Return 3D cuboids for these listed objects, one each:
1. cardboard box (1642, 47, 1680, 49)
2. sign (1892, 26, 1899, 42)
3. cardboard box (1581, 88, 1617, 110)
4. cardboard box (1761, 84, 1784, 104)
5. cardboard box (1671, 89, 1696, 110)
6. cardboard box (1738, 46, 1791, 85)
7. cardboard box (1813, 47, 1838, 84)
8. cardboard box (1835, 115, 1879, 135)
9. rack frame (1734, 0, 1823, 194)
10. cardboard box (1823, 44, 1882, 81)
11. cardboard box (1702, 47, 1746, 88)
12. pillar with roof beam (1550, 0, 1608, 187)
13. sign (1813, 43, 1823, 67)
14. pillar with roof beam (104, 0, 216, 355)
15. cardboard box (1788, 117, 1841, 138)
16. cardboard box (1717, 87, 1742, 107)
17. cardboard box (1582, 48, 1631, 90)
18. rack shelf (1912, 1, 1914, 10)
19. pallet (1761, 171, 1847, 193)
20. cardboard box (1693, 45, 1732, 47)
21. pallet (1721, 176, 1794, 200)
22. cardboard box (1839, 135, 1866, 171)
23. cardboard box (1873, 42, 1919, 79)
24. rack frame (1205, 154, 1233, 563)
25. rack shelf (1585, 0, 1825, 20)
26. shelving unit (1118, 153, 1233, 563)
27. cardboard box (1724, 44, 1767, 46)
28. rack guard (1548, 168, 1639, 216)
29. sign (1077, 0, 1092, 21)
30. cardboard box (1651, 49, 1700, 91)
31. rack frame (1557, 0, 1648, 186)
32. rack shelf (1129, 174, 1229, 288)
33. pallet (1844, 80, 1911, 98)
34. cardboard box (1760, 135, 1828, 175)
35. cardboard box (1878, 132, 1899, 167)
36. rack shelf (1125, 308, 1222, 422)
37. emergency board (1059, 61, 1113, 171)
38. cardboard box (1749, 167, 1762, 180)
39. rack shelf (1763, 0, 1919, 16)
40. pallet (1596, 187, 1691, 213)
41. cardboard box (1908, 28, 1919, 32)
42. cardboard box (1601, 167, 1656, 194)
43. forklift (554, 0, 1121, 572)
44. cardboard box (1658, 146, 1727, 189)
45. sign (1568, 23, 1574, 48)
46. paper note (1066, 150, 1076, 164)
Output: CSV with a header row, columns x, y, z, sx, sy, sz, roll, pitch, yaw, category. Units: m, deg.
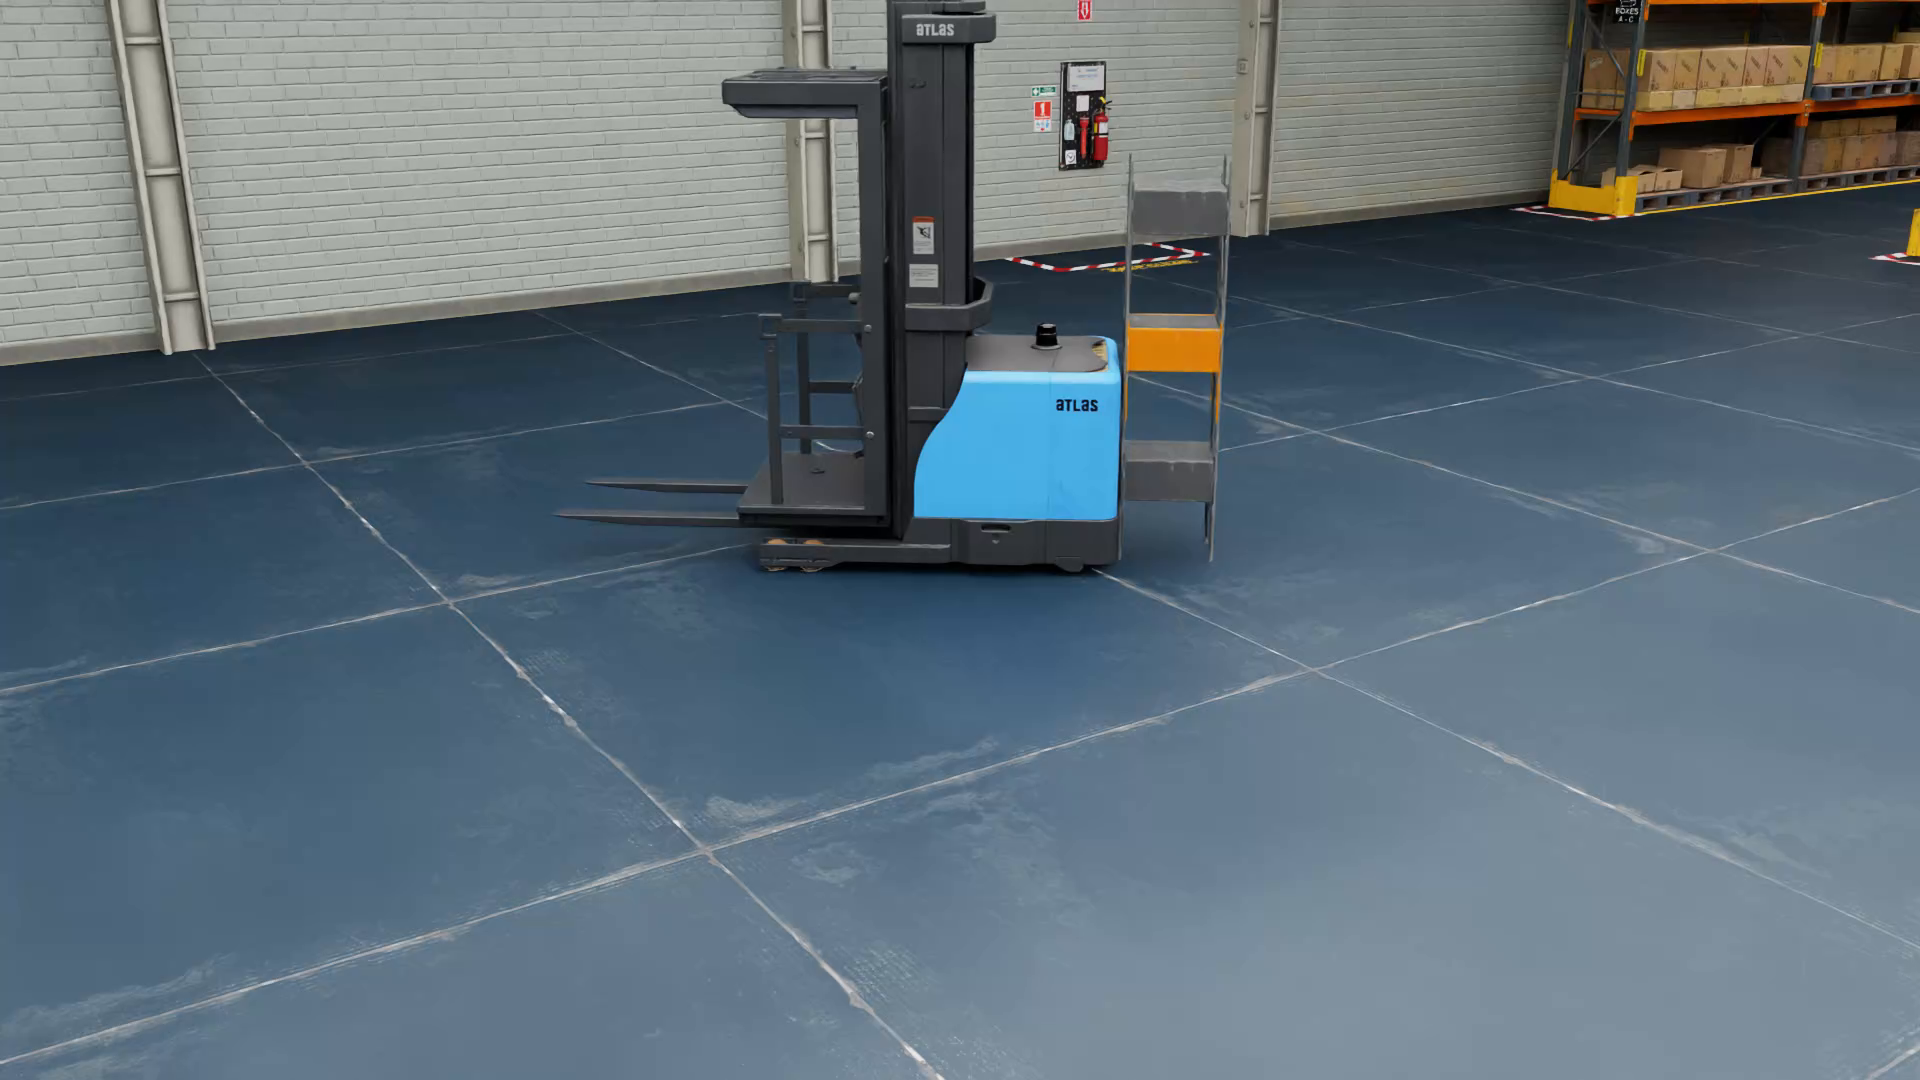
x,y,z,sx,sy,sz,roll,pitch,yaw,category
9.548,-6.458,22.696,0.500,0.500,0.500,-13,22,-33,cardboard box
14.790,-7.952,26.274,0.005,0.325,0.100,-12,22,-31,sign
8.700,-5.919,22.272,0.500,0.250,0.500,-12,22,-31,cardboard box
11.107,-6.239,23.220,0.500,0.250,0.500,-12,22,-31,cardboard box
9.424,-5.881,22.160,0.500,0.250,0.500,-13,22,-33,cardboard box
11.118,-6.589,23.084,0.500,0.500,0.500,-12,22,-32,cardboard box
12.201,-6.887,24.090,0.500,0.500,0.700,-12,22,-31,cardboard box
13.588,-6.319,25.297,0.500,0.250,0.500,-12,22,-32,cardboard box
11.757,-6.551,23.938,0.127,3.000,1.000,-12,22,-31,rack frame
13.204,-7.108,24.743,0.500,0.500,0.700,-9,21,-24,cardboard box
10.258,-6.412,22.558,0.500,0.500,0.500,-11,22,-30,cardboard box
10.893,-7.892,18.537,0.400,9.000,9.100,-12,22,-31,pillar with roof beam
12.062,-6.817,23.374,0.005,0.325,0.100,-12,22,-31,sign
-4.141,-4.721,9.158,0.400,9.000,9.100,-12,22,-31,pillar with roof beam
12.728,-6.143,24.777,0.500,0.250,0.500,-12,22,-33,cardboard box
10.276,-6.058,22.682,0.500,0.250,0.500,-12,22,-31,cardboard box
8.693,-6.280,22.169,0.500,0.500,0.500,-12,22,-32,cardboard box
16.768,-8.688,26.699,4.000,0.370,1.077,-12,22,-31,rack shelf
12.406,-5.367,24.792,1.213,0.211,1.003,-12,22,-31,pallet
10.396,-6.641,23.238,0.500,0.500,0.500,-11,22,-30,cardboard box
11.215,-5.102,24.007,1.213,0.211,1.003,-12,22,-31,pallet
13.215,-5.893,25.208,0.500,0.500,0.700,-12,22,-31,cardboard box
14.259,-7.320,25.371,0.500,0.500,0.700,-14,23,-36,cardboard box
1.356,-0.938,8.740,0.015,2.100,0.400,1,19,4,rack frame
10.086,-7.279,22.531,4.000,0.370,1.077,-12,22,-31,rack shelf
1.112,-0.943,8.757,0.503,2.100,0.431,1,19,4,shelving unit
11.249,-6.818,23.760,0.500,0.500,0.500,-13,22,-33,cardboard box
8.480,-4.676,22.294,0.348,0.500,1.175,-12,22,-31,rack guard
1.368,-5.843,18.223,0.199,0.298,0.001,-12,22,-31,sign
9.398,-6.228,22.016,0.500,0.500,0.500,-12,22,-31,cardboard box
8.416,-5.846,21.854,0.127,3.000,1.000,-12,22,-31,rack frame
1.112,-1.594,8.537,0.480,0.518,0.431,1,19,4,rack shelf
13.467,-6.805,24.989,1.213,0.211,1.003,-12,22,-31,pallet
12.362,-5.709,24.665,0.500,0.500,0.700,-11,22,-30,cardboard box
14.031,-6.079,25.760,0.500,0.500,0.700,-12,22,-31,cardboard box
1.112,-0.930,8.761,0.480,0.518,0.431,1,19,4,rack shelf
1.429,-4.719,18.520,0.643,1.169,0.194,-12,22,-31,emergency board
11.326,-5.315,24.019,0.250,0.166,0.380,-16,24,-38,cardboard box
13.427,-7.983,24.615,4.000,0.370,1.077,-12,22,-31,rack shelf
9.178,-4.672,22.736,1.213,0.211,1.003,-12,22,-31,pallet
15.334,-7.958,26.277,0.500,0.250,0.500,-11,22,-30,cardboard box
9.043,-4.879,22.504,0.500,0.311,0.500,-15,24,-37,cardboard box
-0.657,-1.387,8.771,3.031,2.935,1.130,1,19,4,forklift
10.160,-5.185,23.113,0.500,0.500,0.700,-14,23,-35,cardboard box
8.128,-6.697,22.068,0.005,0.325,0.100,-12,22,-31,sign
1.243,-4.289,18.624,0.142,0.148,0.016,-12,22,-31,paper note
